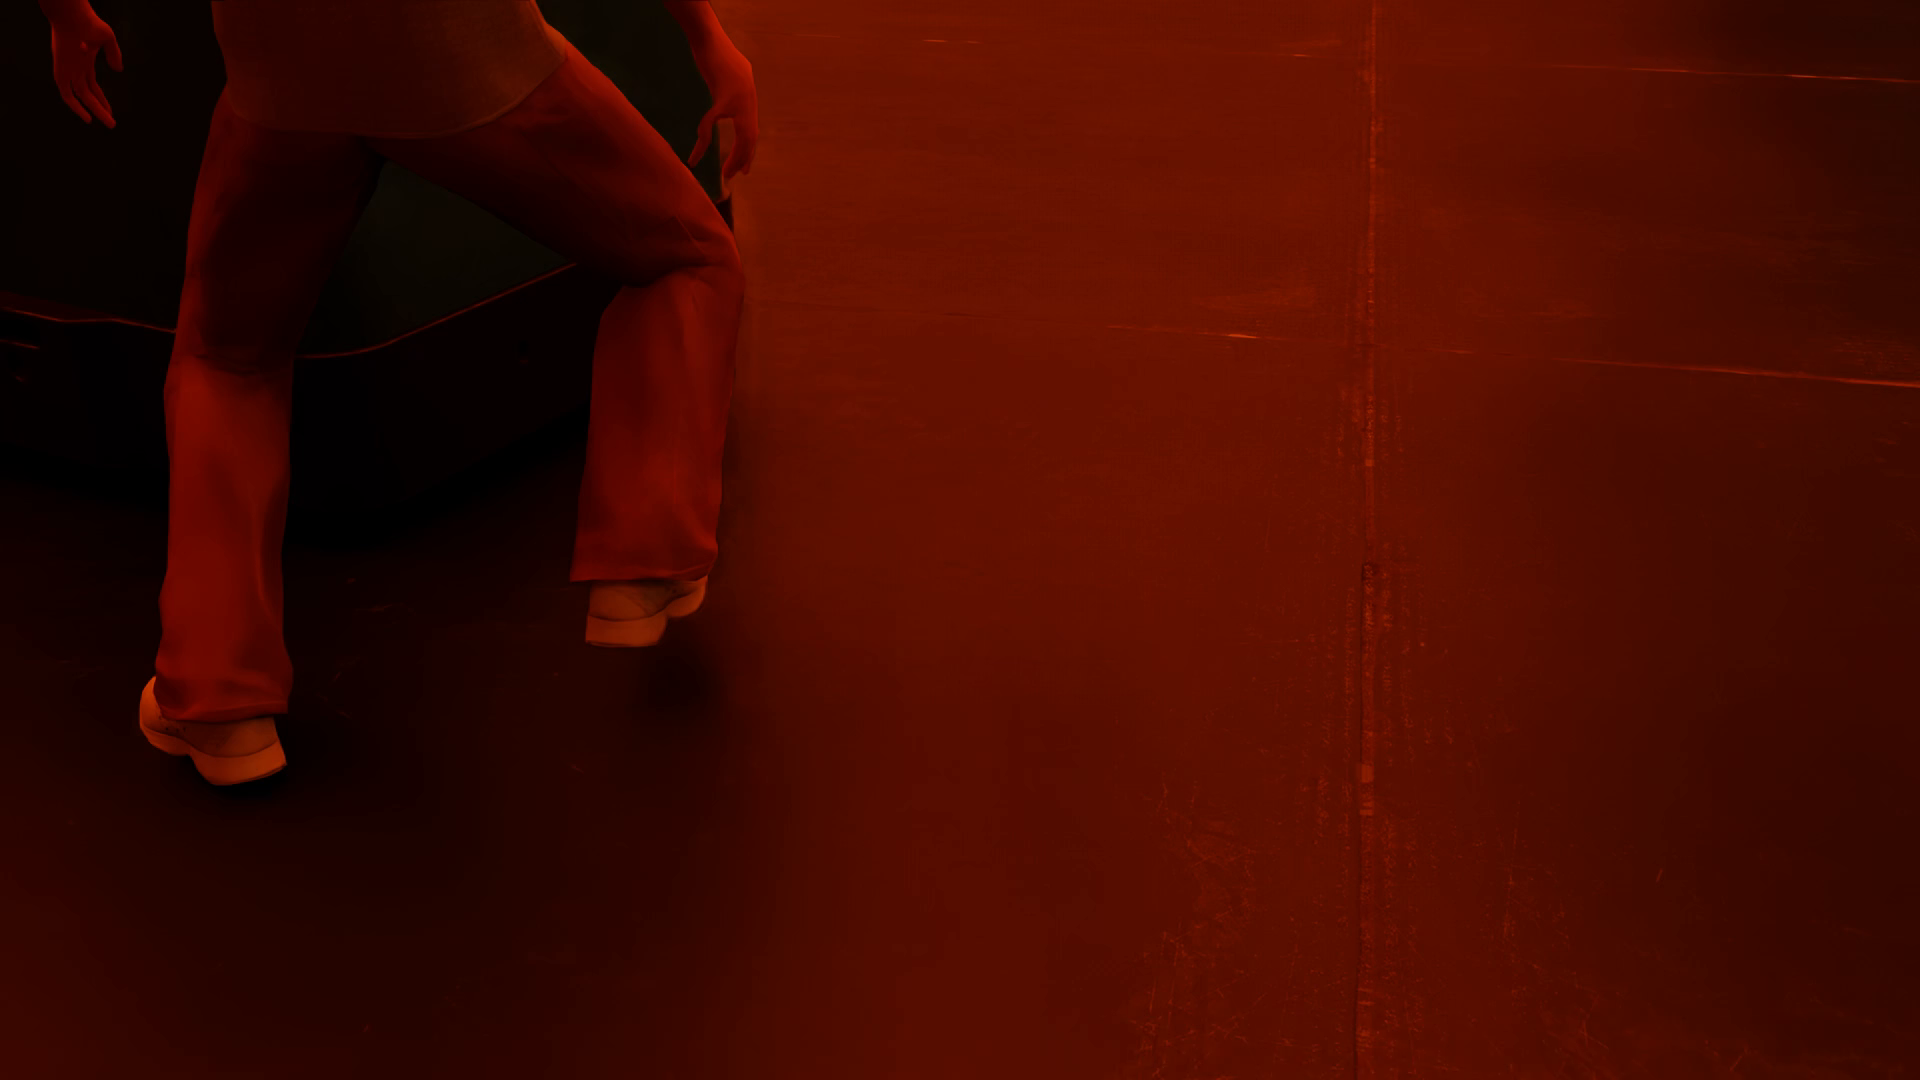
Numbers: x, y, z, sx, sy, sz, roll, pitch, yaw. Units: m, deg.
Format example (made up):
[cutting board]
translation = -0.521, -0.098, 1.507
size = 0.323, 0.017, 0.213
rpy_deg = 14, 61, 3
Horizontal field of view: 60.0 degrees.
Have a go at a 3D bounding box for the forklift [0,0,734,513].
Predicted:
[forklift]
translation = -1.976, -1.784, 2.782
size = 3.031, 2.935, 1.130
rpy_deg = 13, 29, 24

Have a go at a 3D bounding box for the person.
[person]
translation = -0.633, -0.515, 1.809
size = 0.848, 1.573, 0.585
rpy_deg = 3, 27, 5
